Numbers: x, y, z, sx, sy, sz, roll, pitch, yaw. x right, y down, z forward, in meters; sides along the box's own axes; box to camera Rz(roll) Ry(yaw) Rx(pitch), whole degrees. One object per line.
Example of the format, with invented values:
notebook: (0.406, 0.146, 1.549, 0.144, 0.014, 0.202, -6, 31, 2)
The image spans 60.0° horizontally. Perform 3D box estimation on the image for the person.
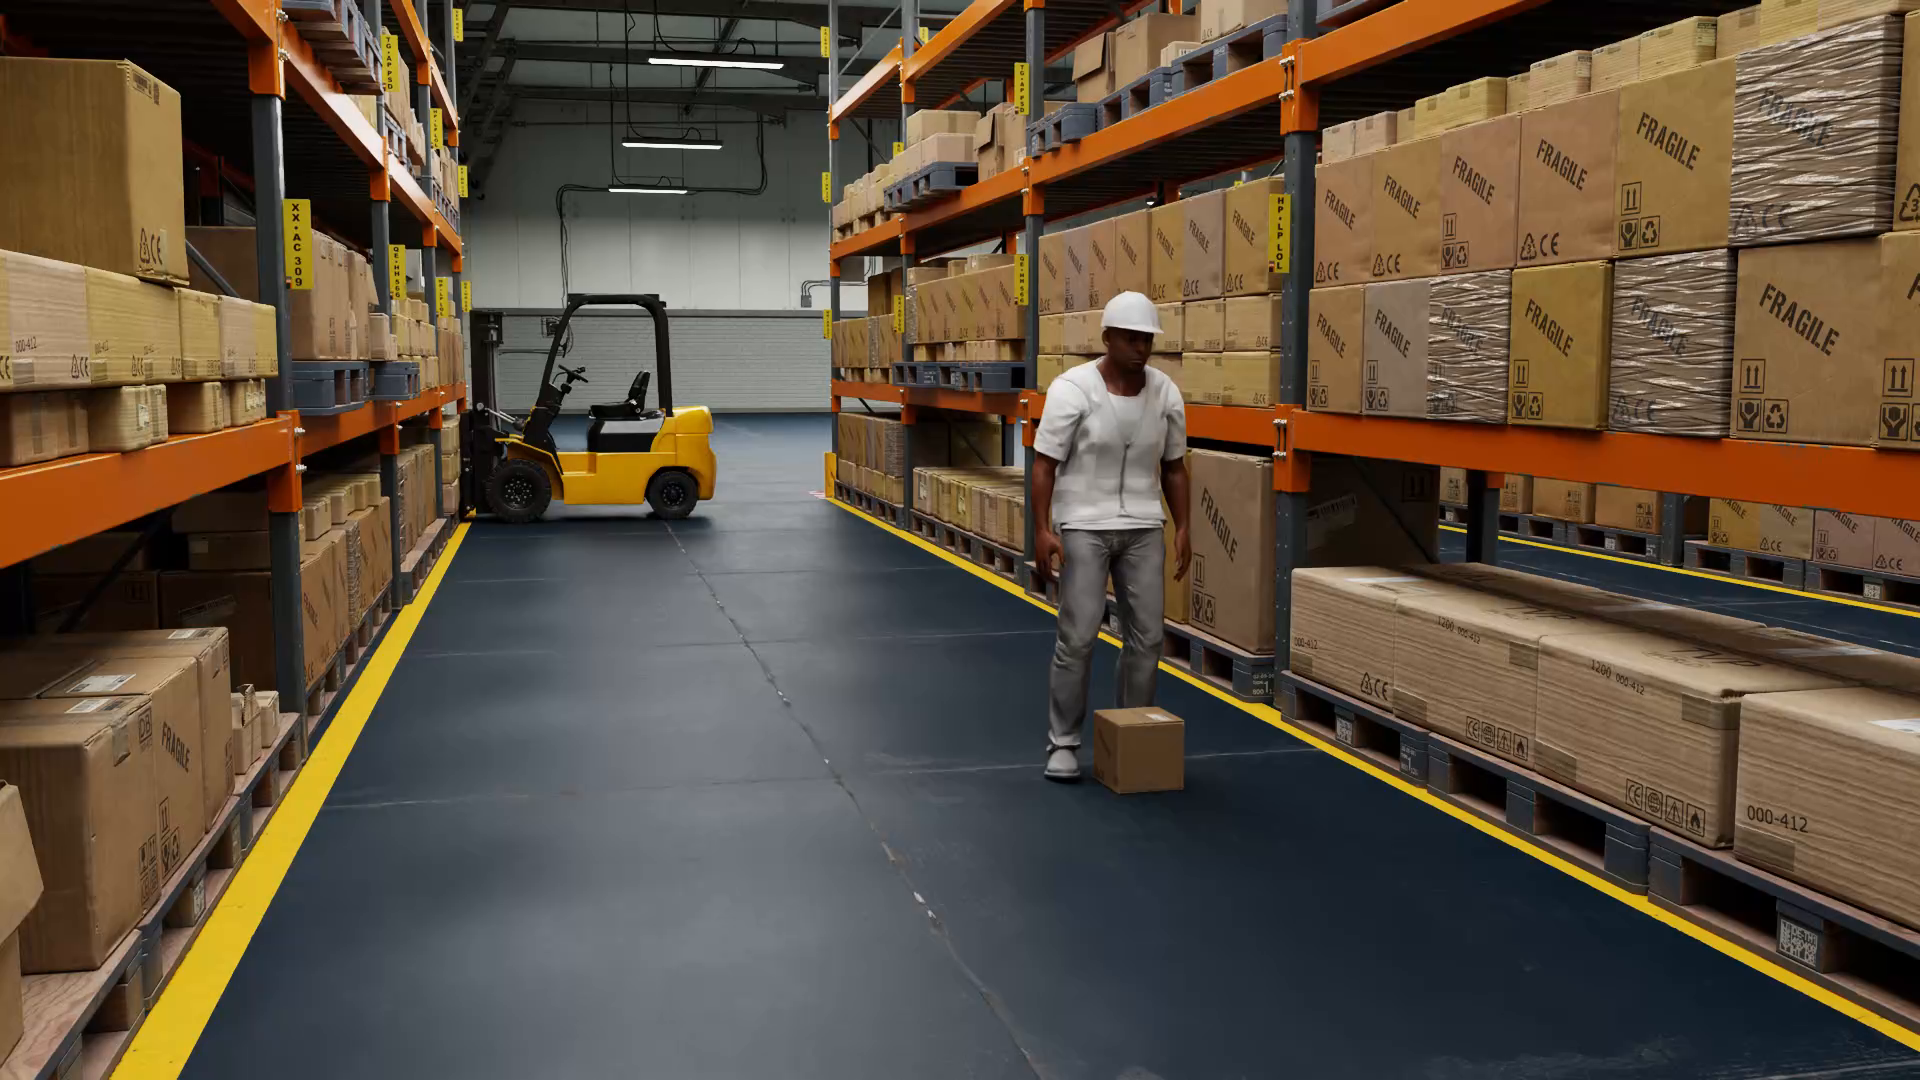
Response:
person: (0.565, -0.022, 6.083, 0.628, 1.759, 0.461, -2, 6, -17)
